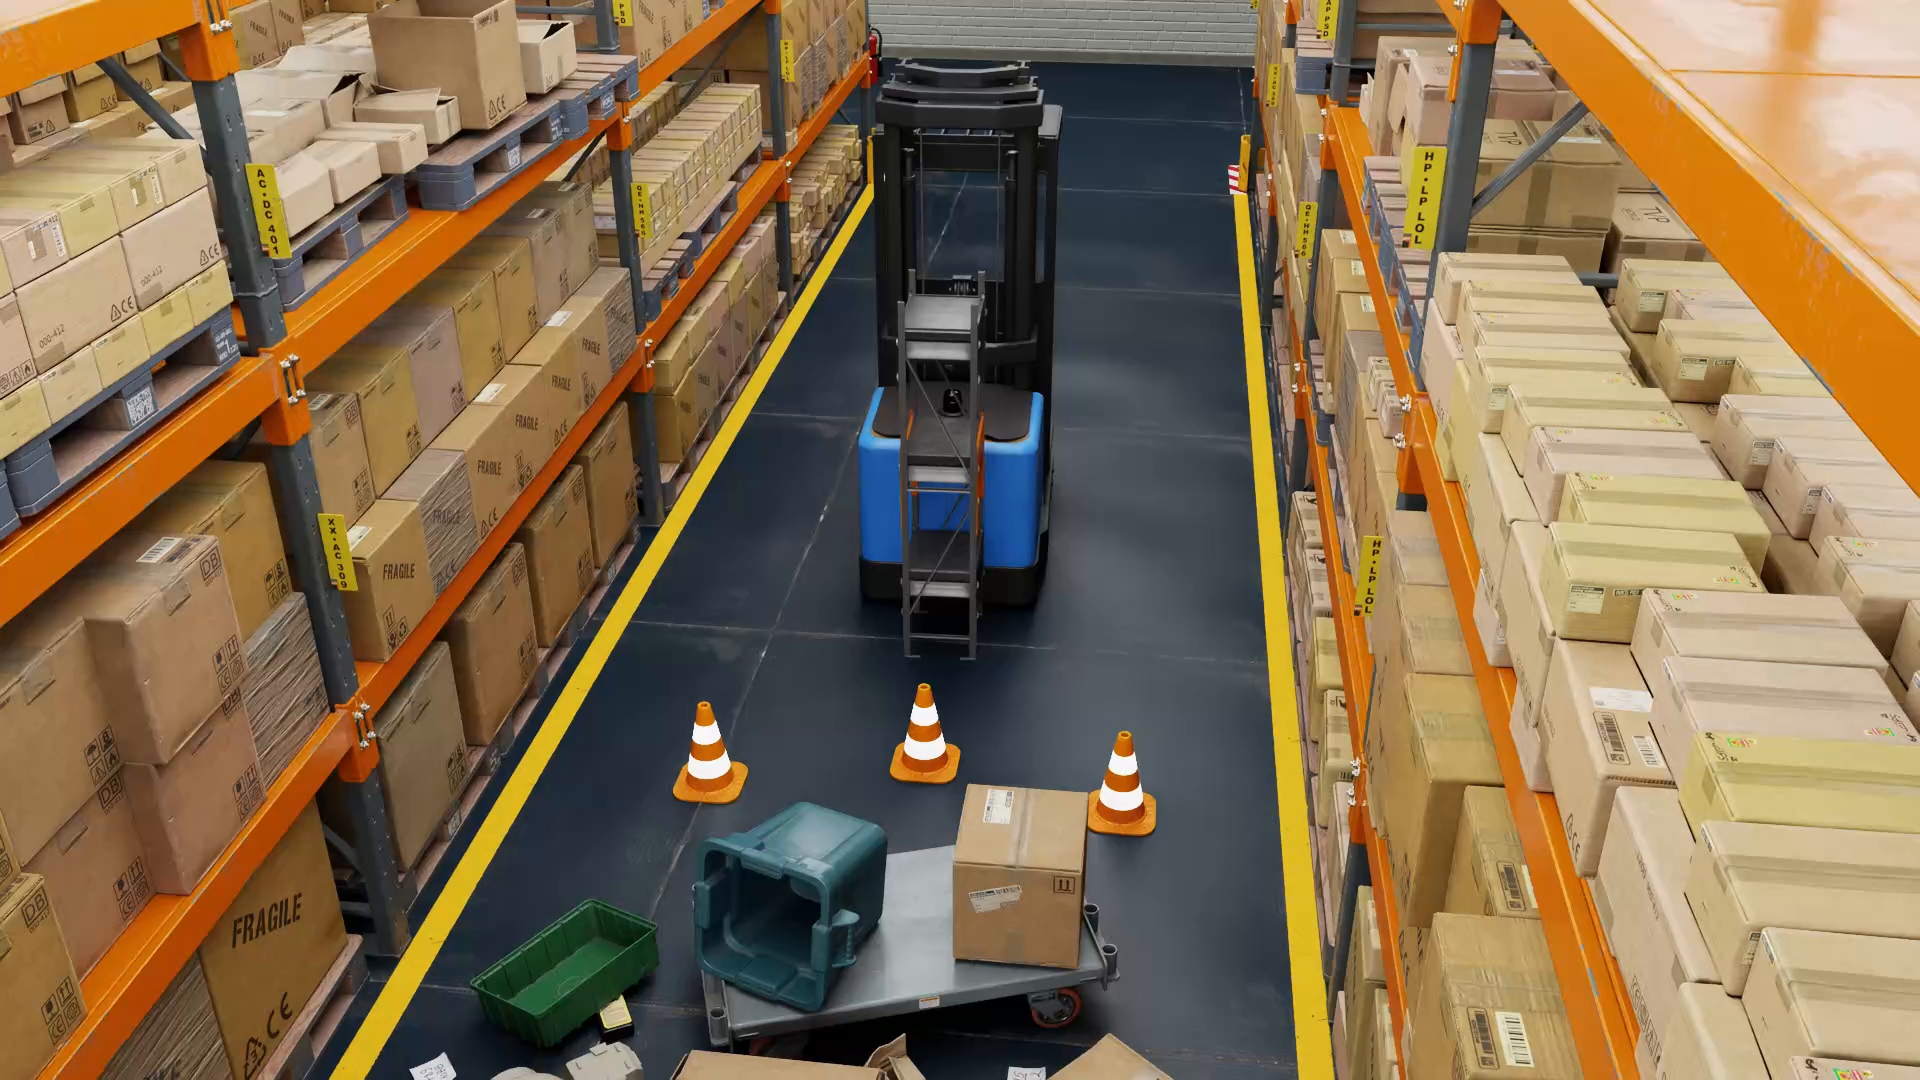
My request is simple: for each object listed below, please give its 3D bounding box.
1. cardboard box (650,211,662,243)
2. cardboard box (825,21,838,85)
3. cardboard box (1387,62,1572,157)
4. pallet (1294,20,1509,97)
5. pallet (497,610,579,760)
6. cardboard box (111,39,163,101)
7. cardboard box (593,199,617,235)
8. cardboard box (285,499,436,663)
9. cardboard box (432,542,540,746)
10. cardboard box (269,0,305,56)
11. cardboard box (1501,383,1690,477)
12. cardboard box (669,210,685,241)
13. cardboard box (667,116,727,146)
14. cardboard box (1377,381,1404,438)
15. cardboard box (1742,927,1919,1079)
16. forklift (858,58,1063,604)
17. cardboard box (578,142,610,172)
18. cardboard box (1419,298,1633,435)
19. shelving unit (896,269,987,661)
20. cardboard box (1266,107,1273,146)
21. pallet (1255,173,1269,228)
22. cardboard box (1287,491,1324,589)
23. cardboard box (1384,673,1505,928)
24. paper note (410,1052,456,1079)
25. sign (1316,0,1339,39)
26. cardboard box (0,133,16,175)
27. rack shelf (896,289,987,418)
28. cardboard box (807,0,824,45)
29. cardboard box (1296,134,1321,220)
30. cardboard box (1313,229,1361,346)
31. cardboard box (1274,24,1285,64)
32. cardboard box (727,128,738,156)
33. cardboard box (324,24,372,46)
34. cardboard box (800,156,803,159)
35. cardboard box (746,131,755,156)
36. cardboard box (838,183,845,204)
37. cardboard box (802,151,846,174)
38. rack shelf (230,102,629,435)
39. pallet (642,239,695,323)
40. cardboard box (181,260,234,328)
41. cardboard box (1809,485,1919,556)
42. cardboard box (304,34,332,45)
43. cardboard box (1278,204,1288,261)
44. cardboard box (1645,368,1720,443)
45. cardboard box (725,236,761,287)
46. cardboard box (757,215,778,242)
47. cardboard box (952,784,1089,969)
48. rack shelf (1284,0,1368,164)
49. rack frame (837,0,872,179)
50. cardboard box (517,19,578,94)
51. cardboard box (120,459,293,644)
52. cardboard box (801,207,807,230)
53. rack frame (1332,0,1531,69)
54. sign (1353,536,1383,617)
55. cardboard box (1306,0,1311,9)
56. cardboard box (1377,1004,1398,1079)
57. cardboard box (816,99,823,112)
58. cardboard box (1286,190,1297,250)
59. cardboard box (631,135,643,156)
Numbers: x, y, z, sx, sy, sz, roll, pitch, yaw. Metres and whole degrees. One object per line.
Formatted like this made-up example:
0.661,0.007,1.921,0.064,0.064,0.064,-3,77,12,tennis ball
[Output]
-2.126,-1.999,10.599,0.380,0.149,0.250,5,29,9,cardboard box
-1.427,-4.449,15.218,0.500,0.500,0.500,5,29,9,cardboard box
2.351,-1.856,7.554,0.797,0.503,0.637,3,28,6,cardboard box
2.536,-2.754,9.527,1.213,0.211,1.003,5,29,9,pallet
-2.739,0.717,8.989,1.003,0.211,1.213,3,28,6,pallet
-6.906,-3.853,13.369,0.797,0.503,0.637,3,28,5,cardboard box
-2.166,-1.995,10.277,0.380,0.149,0.250,3,28,6,cardboard box
-2.574,0.157,6.983,0.500,0.500,0.500,4,29,7,cardboard box
-2.797,0.487,8.405,1.050,0.750,0.750,3,28,6,cardboard box
-6.396,-4.751,15.252,0.500,0.500,0.500,2,28,5,cardboard box
1.573,-0.269,4.141,0.380,0.149,0.250,2,28,5,cardboard box
-2.064,-2.104,11.107,0.380,0.149,0.250,5,29,9,cardboard box
-1.912,-2.982,12.109,0.380,0.149,0.250,2,28,5,cardboard box
1.923,-0.528,6.814,0.380,0.149,0.250,3,28,5,cardboard box
1.347,0.699,2.343,0.380,0.149,0.250,4,29,7,cardboard box
0.054,-1.584,10.393,1.130,2.935,3.031,2,28,4,forklift
-2.650,-2.652,11.497,0.380,0.149,0.250,5,29,9,cardboard box
1.694,-0.521,5.029,0.500,0.250,0.500,3,28,5,cardboard box
-0.091,-0.376,9.025,0.431,2.100,0.503,2,28,4,shelving unit
2.860,-3.613,13.980,0.500,0.500,0.500,3,28,5,cardboard box
3.469,-3.367,16.570,1.003,0.211,1.213,3,28,6,pallet
2.430,0.027,9.657,0.950,0.372,0.625,1,28,3,cardboard box
1.577,0.726,4.558,0.700,0.500,0.500,3,28,5,cardboard box
-2.090,2.109,6.595,0.147,0.020,0.142,-17,33,-29,paper note
1.960,-2.829,8.840,0.100,0.325,0.005,3,28,6,sign
-3.288,-1.206,5.331,0.380,0.149,0.250,4,29,7,cardboard box
-0.091,-0.980,8.700,0.431,0.518,0.480,2,28,4,rack shelf
-1.488,-4.627,14.494,0.500,0.500,0.500,4,29,7,cardboard box
2.368,-2.195,10.294,0.500,0.500,0.500,4,29,7,cardboard box
2.224,-1.372,9.064,0.500,0.500,0.500,3,28,5,cardboard box
2.783,-3.815,13.302,0.500,0.500,0.500,3,28,6,cardboard box
-1.872,-2.970,12.400,0.380,0.149,0.250,2,28,5,cardboard box
-2.784,-2.370,8.226,0.500,0.250,0.500,4,29,8,cardboard box
-1.786,-3.799,16.680,0.380,0.149,0.250,4,29,7,cardboard box
-1.809,-3.087,12.931,0.380,0.149,0.250,4,29,6,cardboard box
-1.328,-3.399,16.251,0.380,0.149,0.250,2,28,4,cardboard box
-1.315,-3.652,16.093,0.380,0.149,0.250,4,29,8,cardboard box
-2.661,-1.513,7.783,1.077,0.370,4.000,3,28,6,rack shelf
-2.434,-1.707,10.751,1.213,0.211,1.003,3,28,6,pallet
-2.633,-0.816,5.448,0.380,0.149,0.250,3,28,6,cardboard box
2.102,0.009,3.624,0.380,0.149,0.250,4,29,7,cardboard box
-6.326,-4.649,15.854,0.500,0.250,0.500,3,29,6,cardboard box
2.473,-2.116,11.466,0.500,0.250,0.500,3,28,5,cardboard box
2.171,-0.251,4.528,0.500,0.250,0.500,3,28,5,cardboard box
-1.842,-2.141,12.756,0.500,0.250,0.500,5,29,9,cardboard box
-1.678,-2.675,14.280,0.380,0.149,0.250,4,29,8,cardboard box
0.249,1.351,6.710,0.500,0.500,0.500,3,28,6,cardboard box
2.754,-3.155,10.832,1.077,0.370,4.000,3,28,6,rack shelf
-1.436,-5.216,17.061,1.000,3.000,0.127,3,28,6,rack frame
-2.246,-2.451,8.312,0.500,0.311,0.500,3,28,6,cardboard box
-2.985,0.063,5.966,0.875,0.550,0.550,3,28,6,cardboard box
-1.592,-2.914,15.038,0.380,0.149,0.250,2,28,4,cardboard box
2.509,-3.851,8.203,1.000,3.000,0.127,3,28,6,rack frame
1.468,0.132,5.913,0.100,0.325,0.005,3,28,6,sign
2.437,-3.606,10.362,0.500,0.500,0.500,4,29,7,cardboard box
1.543,1.642,5.313,0.380,0.149,0.250,4,29,8,cardboard box
-1.453,-3.959,14.994,0.380,0.149,0.250,5,29,8,cardboard box
2.418,-2.091,10.891,0.500,0.250,0.500,3,28,5,cardboard box
-2.554,-2.886,12.246,0.380,0.149,0.250,4,29,8,cardboard box
